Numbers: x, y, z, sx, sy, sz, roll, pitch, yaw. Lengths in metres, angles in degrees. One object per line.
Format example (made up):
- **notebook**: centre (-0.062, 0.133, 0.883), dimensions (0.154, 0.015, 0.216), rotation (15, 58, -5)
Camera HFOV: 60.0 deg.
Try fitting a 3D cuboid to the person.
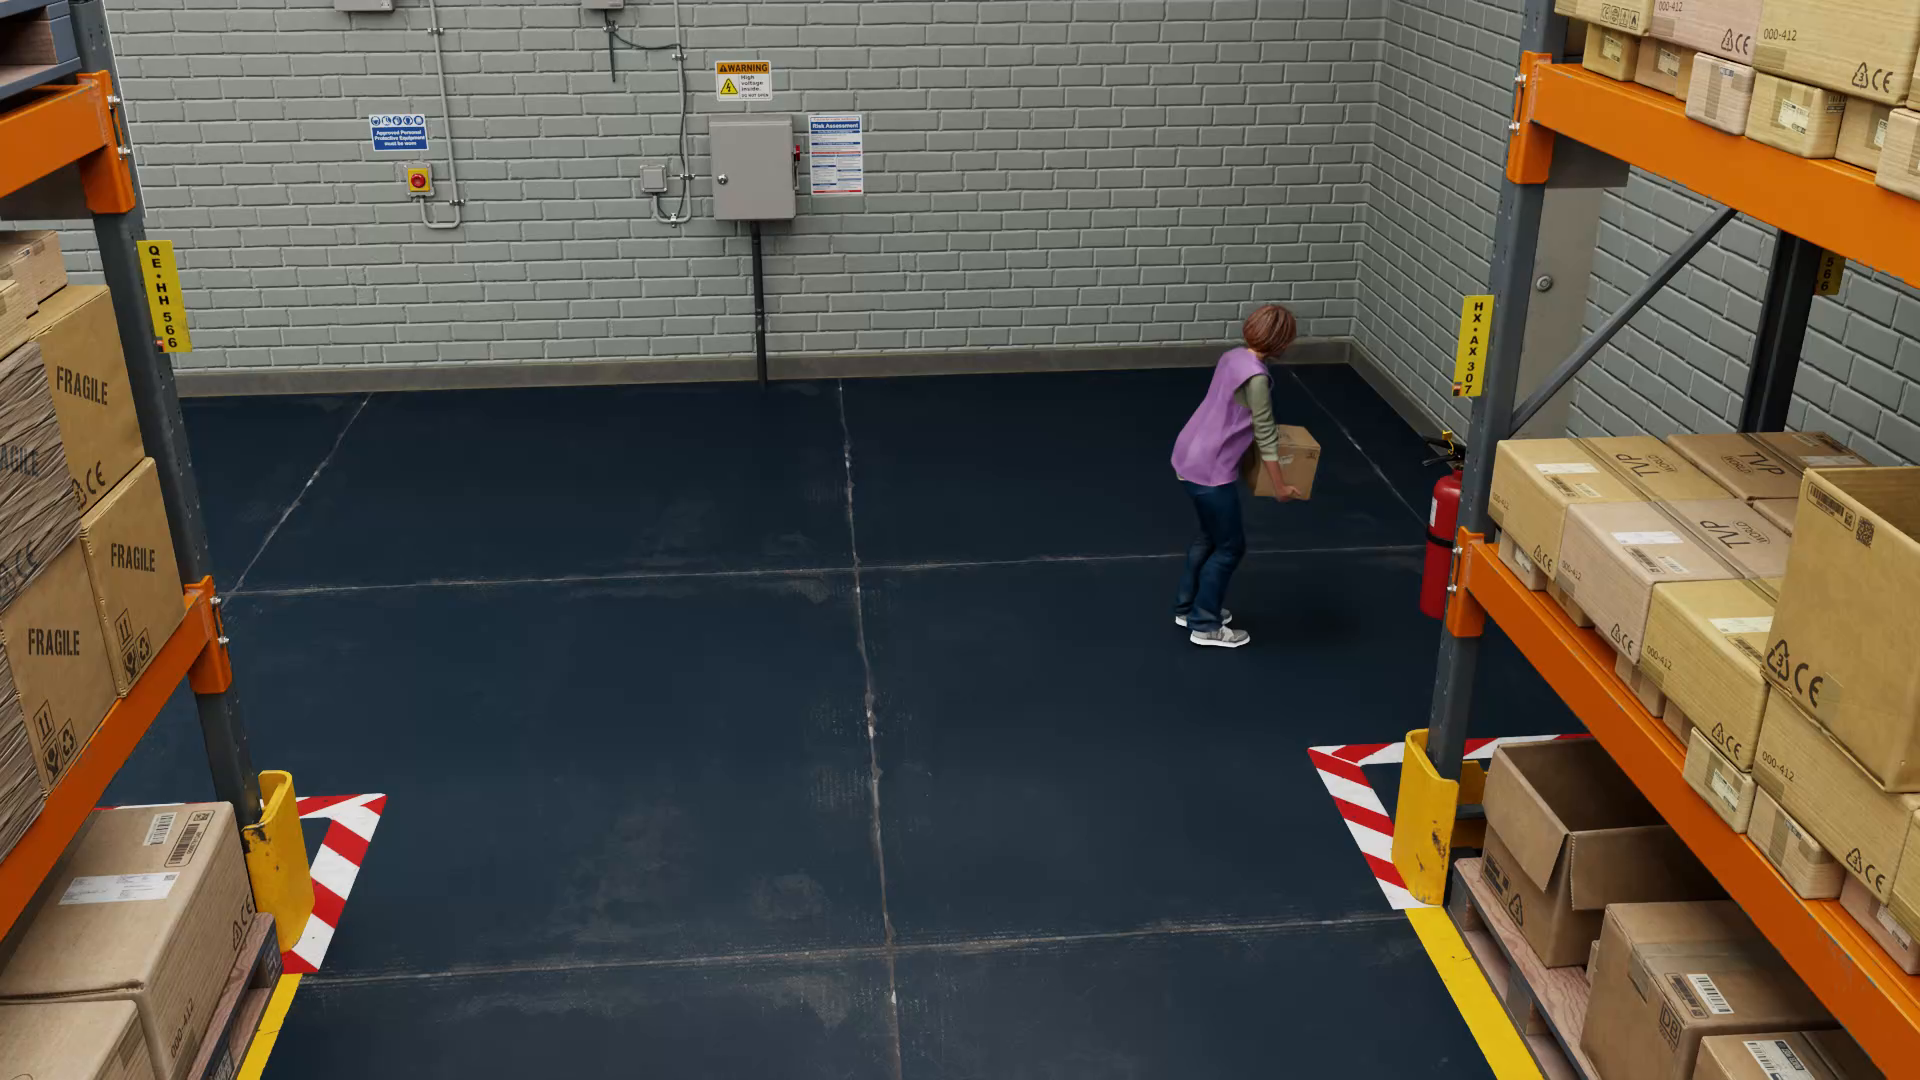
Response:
- **person**: centre (1.197, -0.274, 7.303), dimensions (0.542, 1.542, 0.372), rotation (-3, 24, -6)
